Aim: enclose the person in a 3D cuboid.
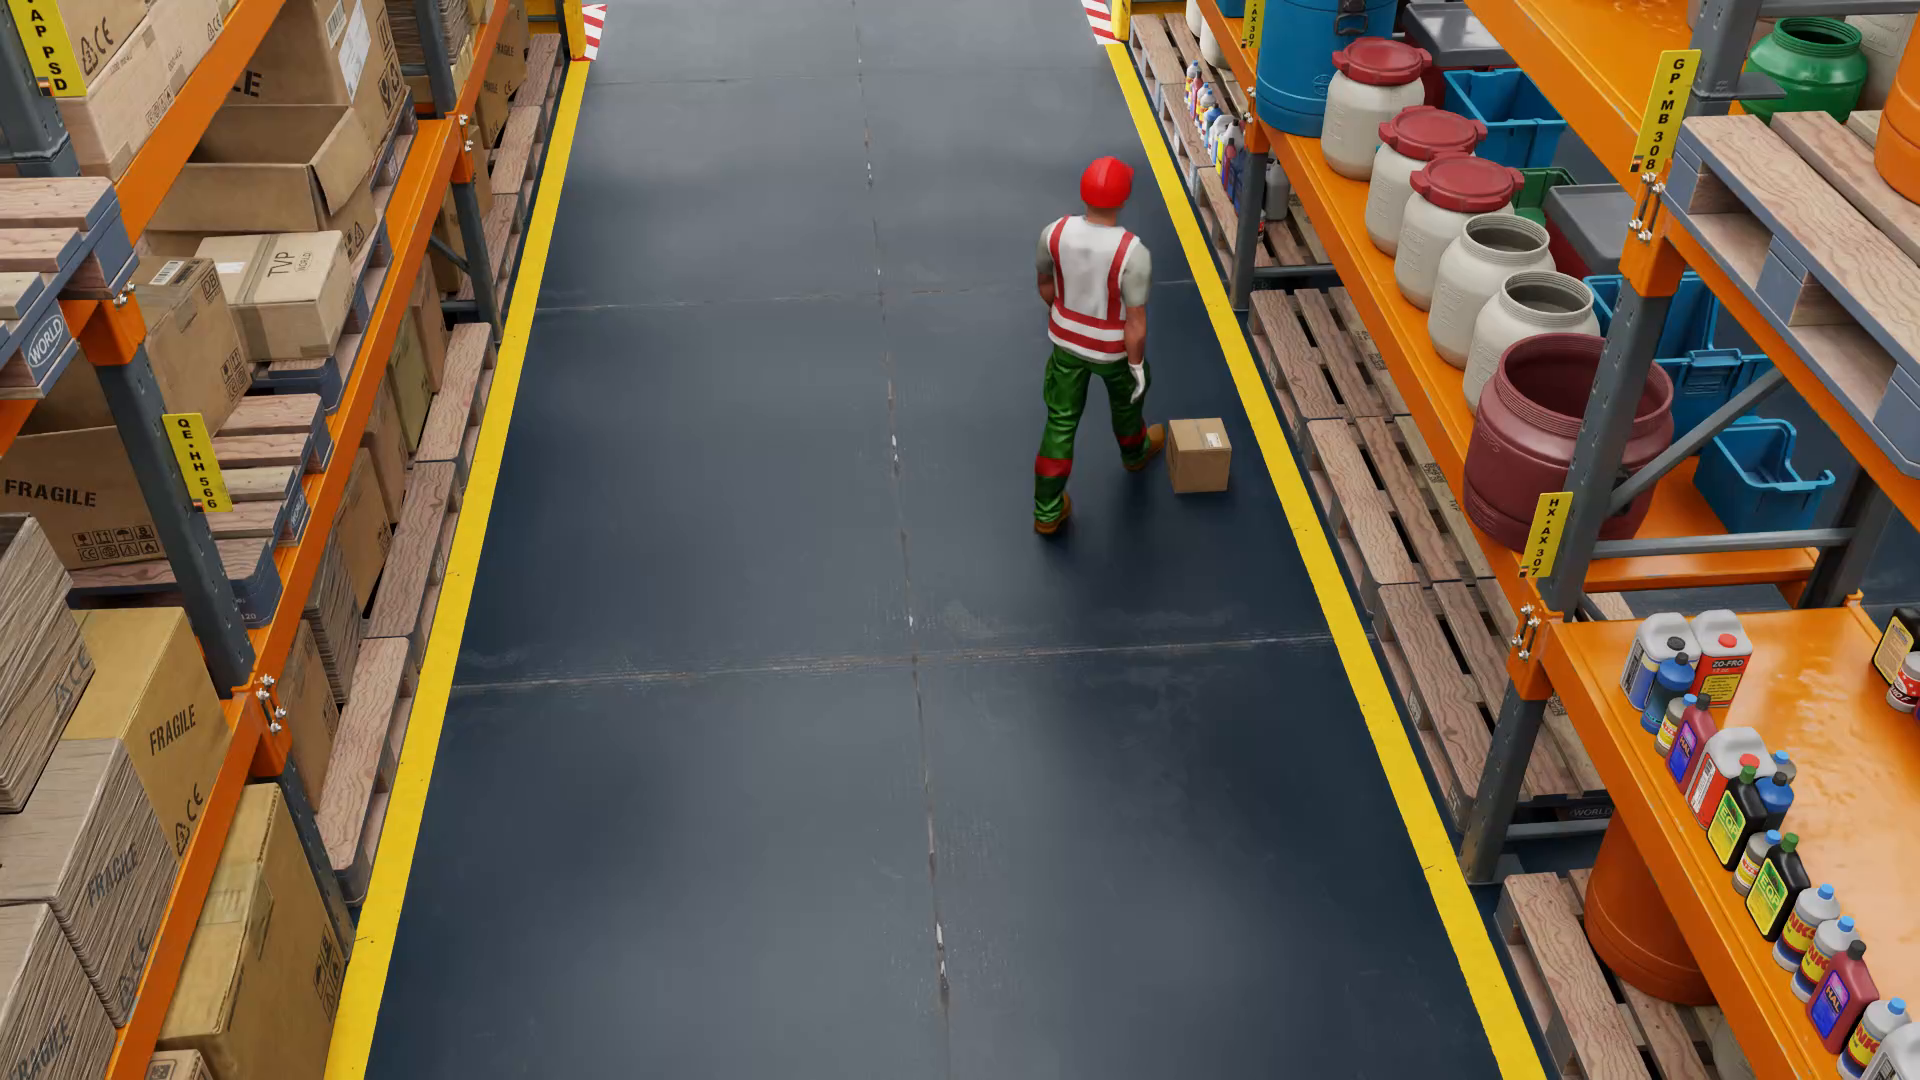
[{"bbox_3d":[0.628,-0.930,7.292,0.575,1.752,0.943,18,42,21],"label":"person"}]
